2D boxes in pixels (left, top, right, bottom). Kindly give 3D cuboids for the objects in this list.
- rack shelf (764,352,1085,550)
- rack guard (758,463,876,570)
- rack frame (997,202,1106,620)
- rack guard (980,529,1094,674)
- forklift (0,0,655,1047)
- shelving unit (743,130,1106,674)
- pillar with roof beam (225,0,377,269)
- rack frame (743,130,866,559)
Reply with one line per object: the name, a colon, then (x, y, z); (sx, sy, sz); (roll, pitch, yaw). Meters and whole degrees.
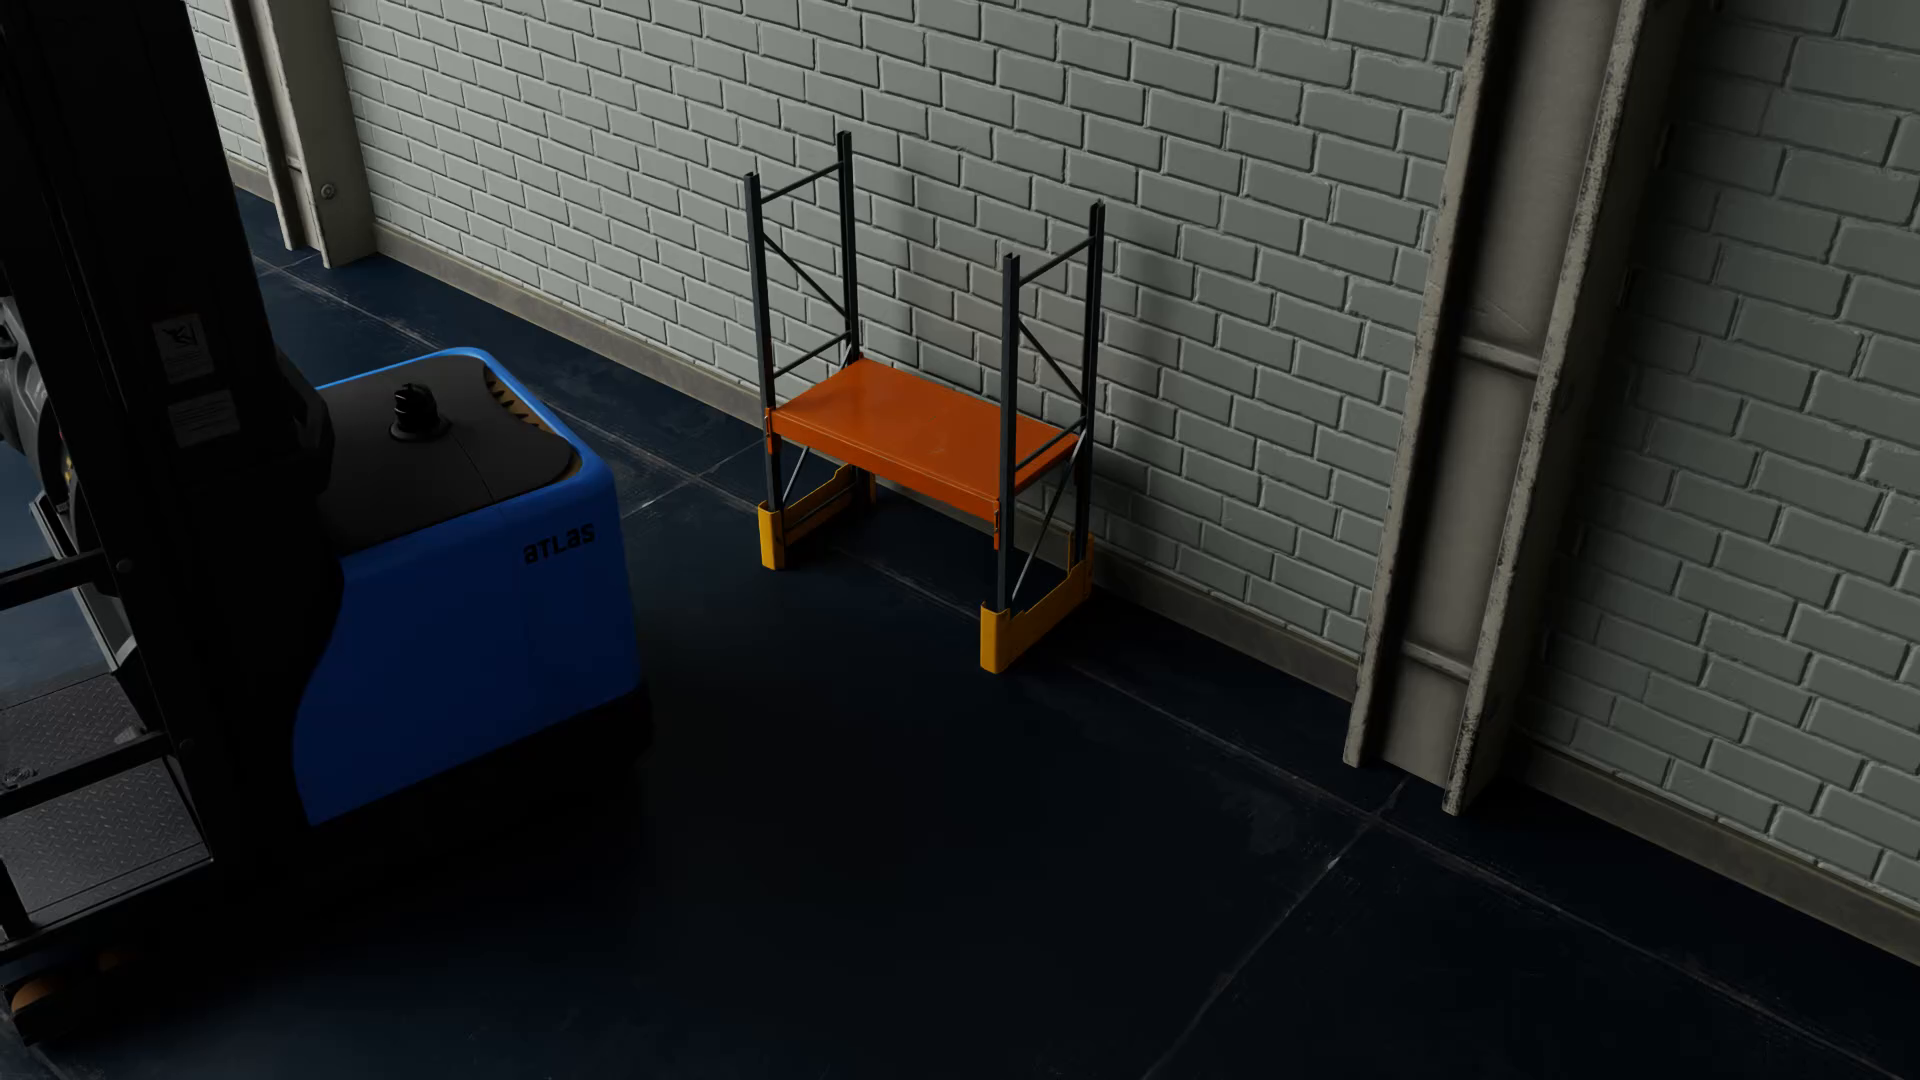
rack shelf: (-0.121, -0.328, 5.721); (1.000, 0.185, 0.538); (23, 41, 30)
rack guard: (-0.527, -0.134, 6.224); (0.087, 0.250, 0.587); (23, 41, 30)
rack frame: (0.285, -0.304, 5.367); (0.032, 1.500, 0.500); (23, 41, 30)
rack guard: (0.270, 0.205, 5.731); (0.087, 0.250, 0.587); (23, 41, 30)
forklift: (-2.447, -0.244, 4.017); (3.031, 2.935, 1.130); (-23, 40, -29)
shelving unit: (-0.129, -0.480, 5.624); (1.083, 1.500, 0.587); (23, 41, 30)
pillar with roof beam: (-5.912, -3.309, 3.120); (0.400, 9.000, 9.100); (25, 42, 32)
rack frame: (-0.528, -0.649, 5.871); (0.032, 1.500, 0.500); (23, 41, 30)
